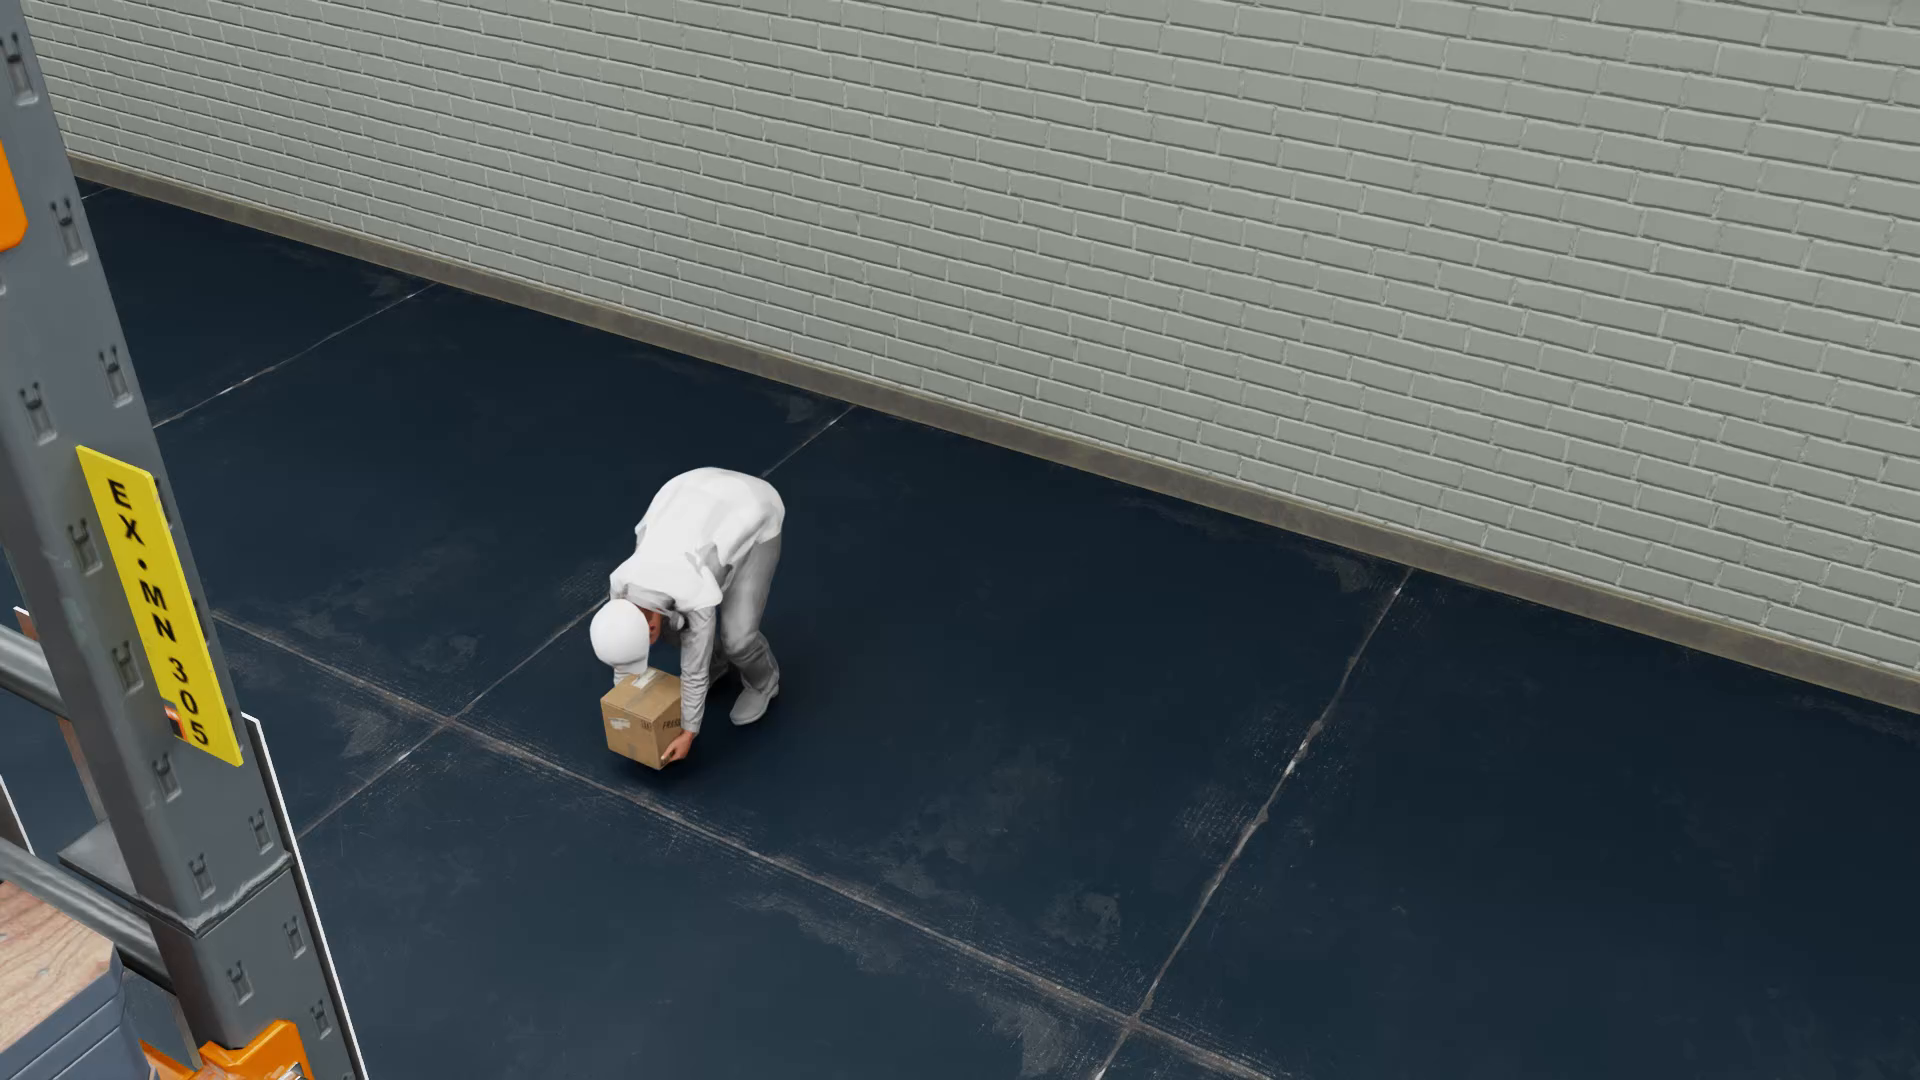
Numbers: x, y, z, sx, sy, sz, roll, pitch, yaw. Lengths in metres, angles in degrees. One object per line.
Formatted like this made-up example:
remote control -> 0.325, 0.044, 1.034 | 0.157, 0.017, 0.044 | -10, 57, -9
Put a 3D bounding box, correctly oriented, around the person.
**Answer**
person -> -1.034, 0.310, 6.336 | 0.503, 1.015, 1.000 | 16, 37, 22
